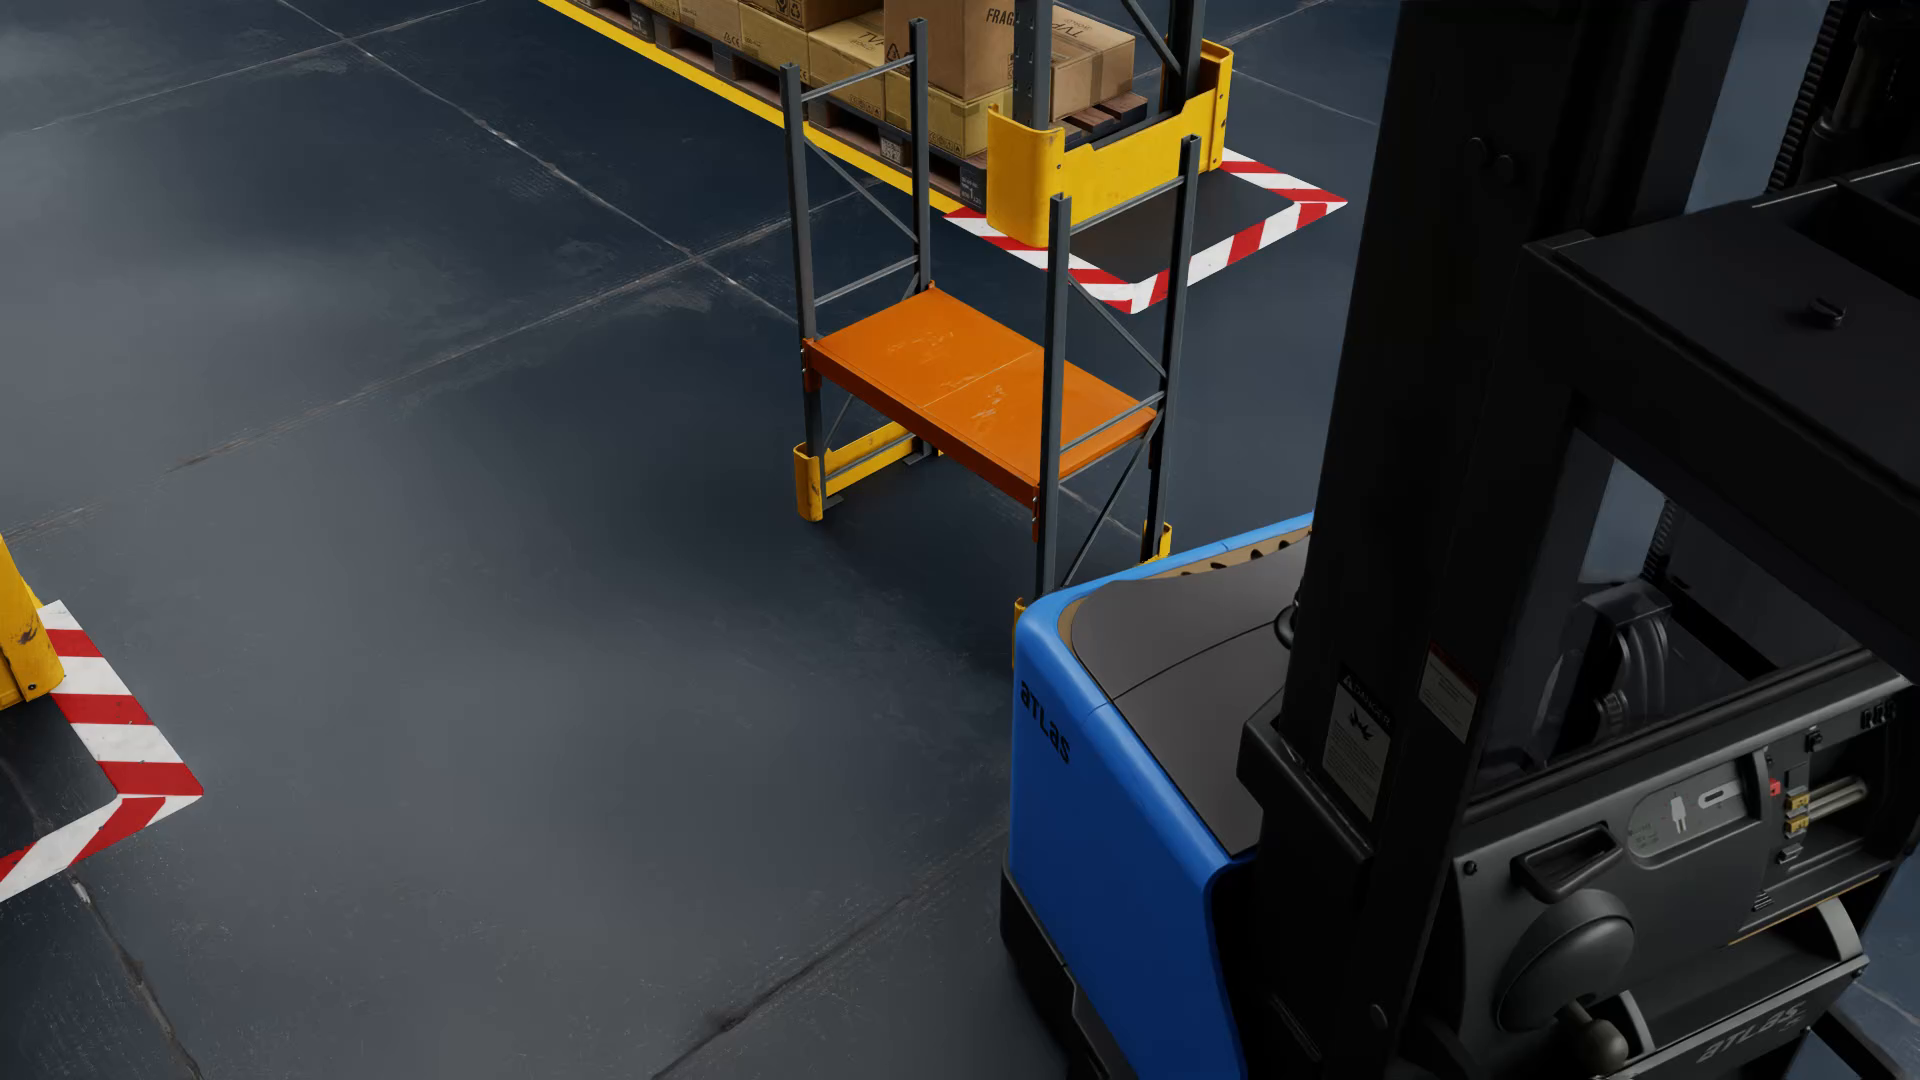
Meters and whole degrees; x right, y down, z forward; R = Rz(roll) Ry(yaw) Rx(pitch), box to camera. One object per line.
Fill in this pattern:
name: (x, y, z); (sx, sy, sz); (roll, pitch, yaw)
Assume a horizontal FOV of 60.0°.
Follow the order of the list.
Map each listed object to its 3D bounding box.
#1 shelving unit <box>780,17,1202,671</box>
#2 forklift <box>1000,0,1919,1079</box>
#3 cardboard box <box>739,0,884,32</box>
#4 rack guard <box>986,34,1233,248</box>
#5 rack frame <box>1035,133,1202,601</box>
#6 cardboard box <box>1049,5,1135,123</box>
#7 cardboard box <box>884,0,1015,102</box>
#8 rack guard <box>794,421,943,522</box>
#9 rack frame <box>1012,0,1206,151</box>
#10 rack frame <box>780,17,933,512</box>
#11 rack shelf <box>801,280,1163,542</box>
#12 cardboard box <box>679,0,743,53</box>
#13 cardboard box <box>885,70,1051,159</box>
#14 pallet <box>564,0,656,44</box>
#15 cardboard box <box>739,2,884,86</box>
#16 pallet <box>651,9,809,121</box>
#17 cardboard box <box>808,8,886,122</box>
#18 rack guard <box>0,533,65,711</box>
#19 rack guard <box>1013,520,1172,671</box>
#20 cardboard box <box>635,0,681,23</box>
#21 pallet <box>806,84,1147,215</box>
shelving unit: (0.052, -0.548, 4.735); (0.587, 1.500, 1.083); (-30, 48, -32)
forklift: (1.179, 0.534, 2.256); (1.130, 2.935, 3.031); (-16, 42, -19)
cardboard box: (-0.656, -2.630, 7.377); (0.500, 0.500, 0.500); (-30, 48, -32)
rack guard: (0.629, -1.683, 6.936); (1.175, 0.500, 0.348); (-30, 48, -32)
rack frame: (0.402, -0.309, 4.439); (0.500, 1.500, 0.032); (-30, 48, -32)
cardboard box: (0.414, -2.103, 7.321); (0.500, 0.250, 0.500); (-30, 48, -32)
cardboard box: (0.031, -2.174, 6.811); (0.500, 0.500, 0.500); (-30, 48, -32)
rack guard: (-0.285, -0.292, 5.413); (0.587, 0.250, 0.087); (-30, 48, -32)
rack frame: (0.613, -2.667, 6.164); (1.000, 3.000, 0.127); (-30, 48, -32)
rack frame: (-0.286, -0.779, 5.021); (0.500, 1.500, 0.032); (-30, 48, -32)
rack shelf: (0.058, -0.404, 4.843); (0.538, 0.185, 1.000); (-30, 48, -32)
cardboard box: (-0.991, -2.572, 7.901); (0.500, 0.250, 0.500); (-30, 48, -32)
cardboard box: (0.033, -1.883, 7.048); (0.500, 0.250, 0.500); (-30, 48, -32)
pallet: (-1.585, -3.047, 8.855); (1.003, 0.211, 1.213); (-30, 48, -32)
cardboard box: (-0.654, -2.340, 7.614); (0.500, 0.250, 0.500); (-30, 48, -32)
pallet: (-0.756, -2.482, 8.155); (1.003, 0.211, 1.213); (-30, 48, -32)
cardboard box: (-0.314, -2.109, 7.328); (0.500, 0.250, 0.500); (-30, 48, -32)
rack guard: (-3.085, 0.378, 4.385); (1.175, 0.500, 0.348); (-30, 48, -32)
rack guard: (0.388, 0.169, 4.842); (0.587, 0.250, 0.087); (-30, 48, -32)
cardboard box: (-1.333, -2.801, 8.185); (0.500, 0.250, 0.500); (-30, 48, -32)
pallet: (0.065, -1.918, 7.457); (1.003, 0.211, 1.213); (-30, 48, -32)
